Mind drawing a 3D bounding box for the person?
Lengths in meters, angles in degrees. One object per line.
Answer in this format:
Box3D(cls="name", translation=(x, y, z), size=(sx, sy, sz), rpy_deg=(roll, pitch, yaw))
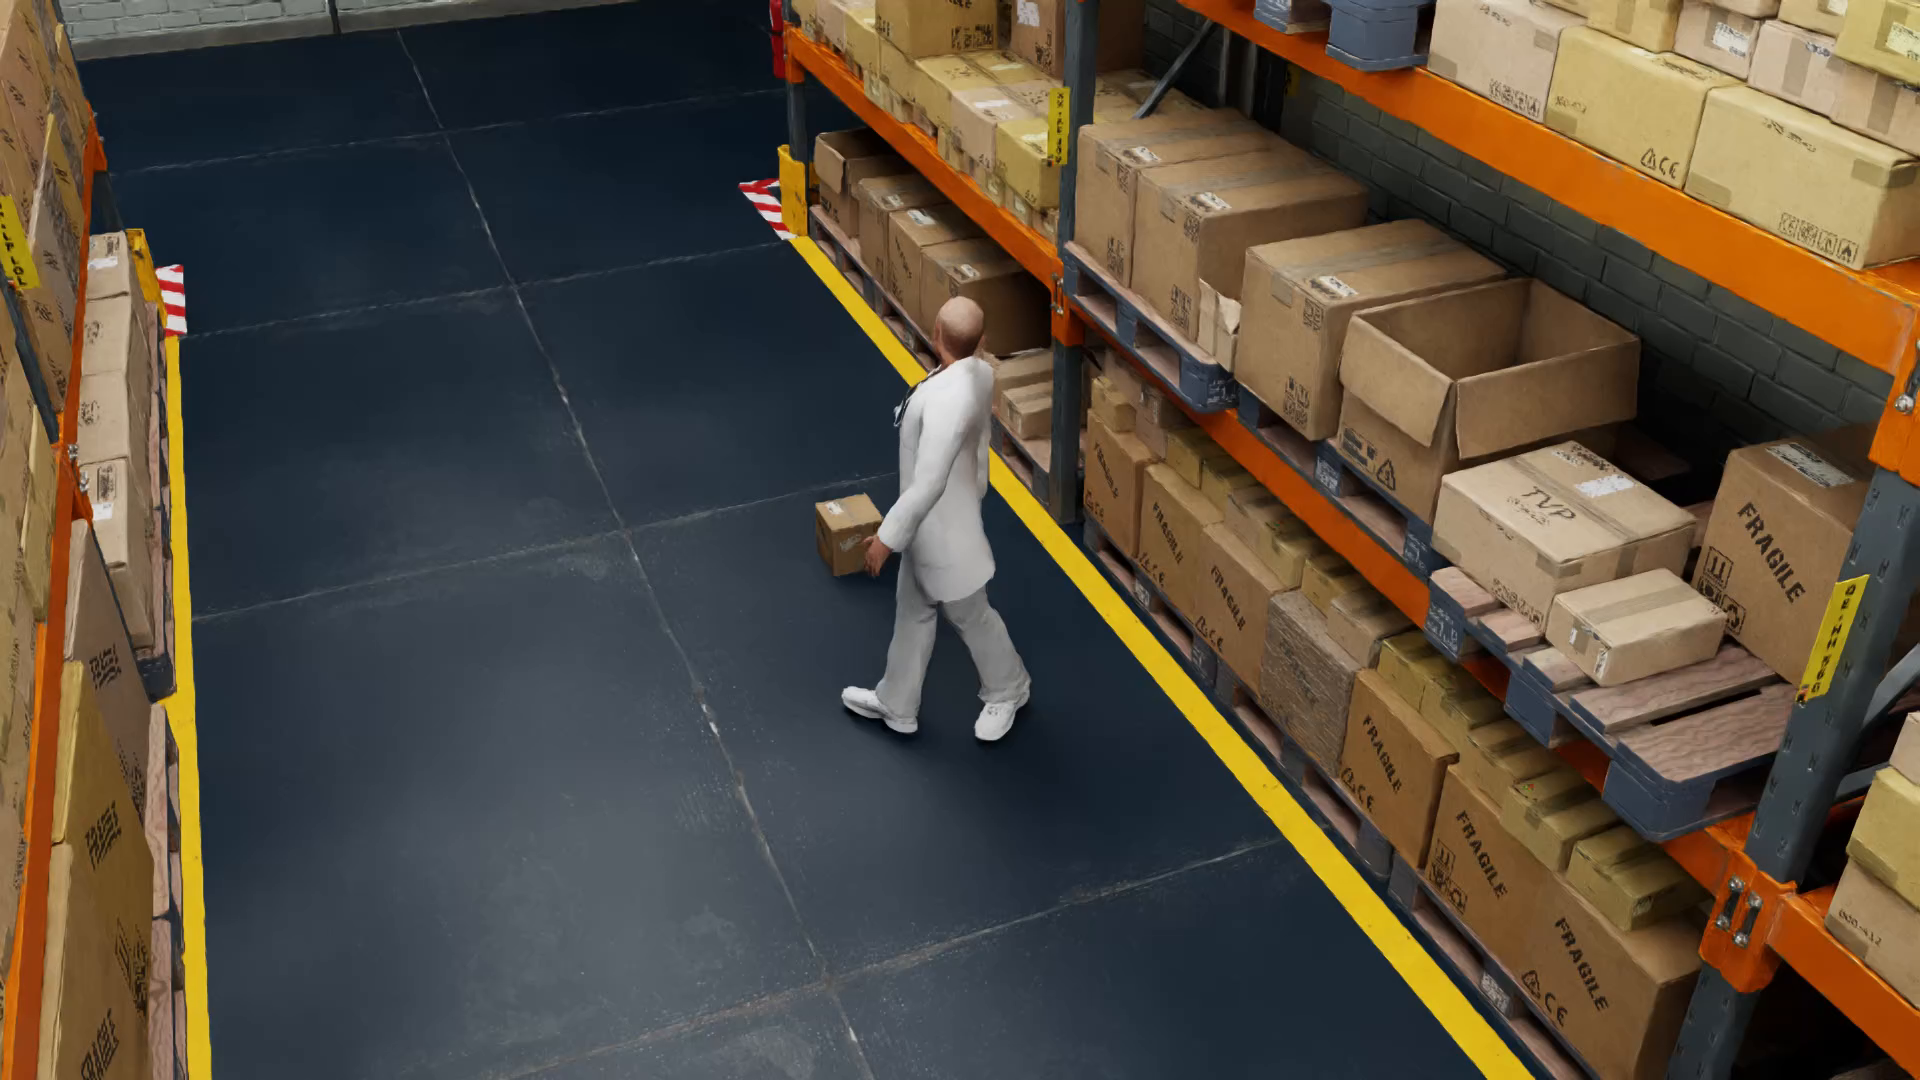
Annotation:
Box3D(cls="person", translation=(-0.095, -0.071, 6.280), size=(0.763, 1.742, 0.617), rpy_deg=(-1, 33, -1))
